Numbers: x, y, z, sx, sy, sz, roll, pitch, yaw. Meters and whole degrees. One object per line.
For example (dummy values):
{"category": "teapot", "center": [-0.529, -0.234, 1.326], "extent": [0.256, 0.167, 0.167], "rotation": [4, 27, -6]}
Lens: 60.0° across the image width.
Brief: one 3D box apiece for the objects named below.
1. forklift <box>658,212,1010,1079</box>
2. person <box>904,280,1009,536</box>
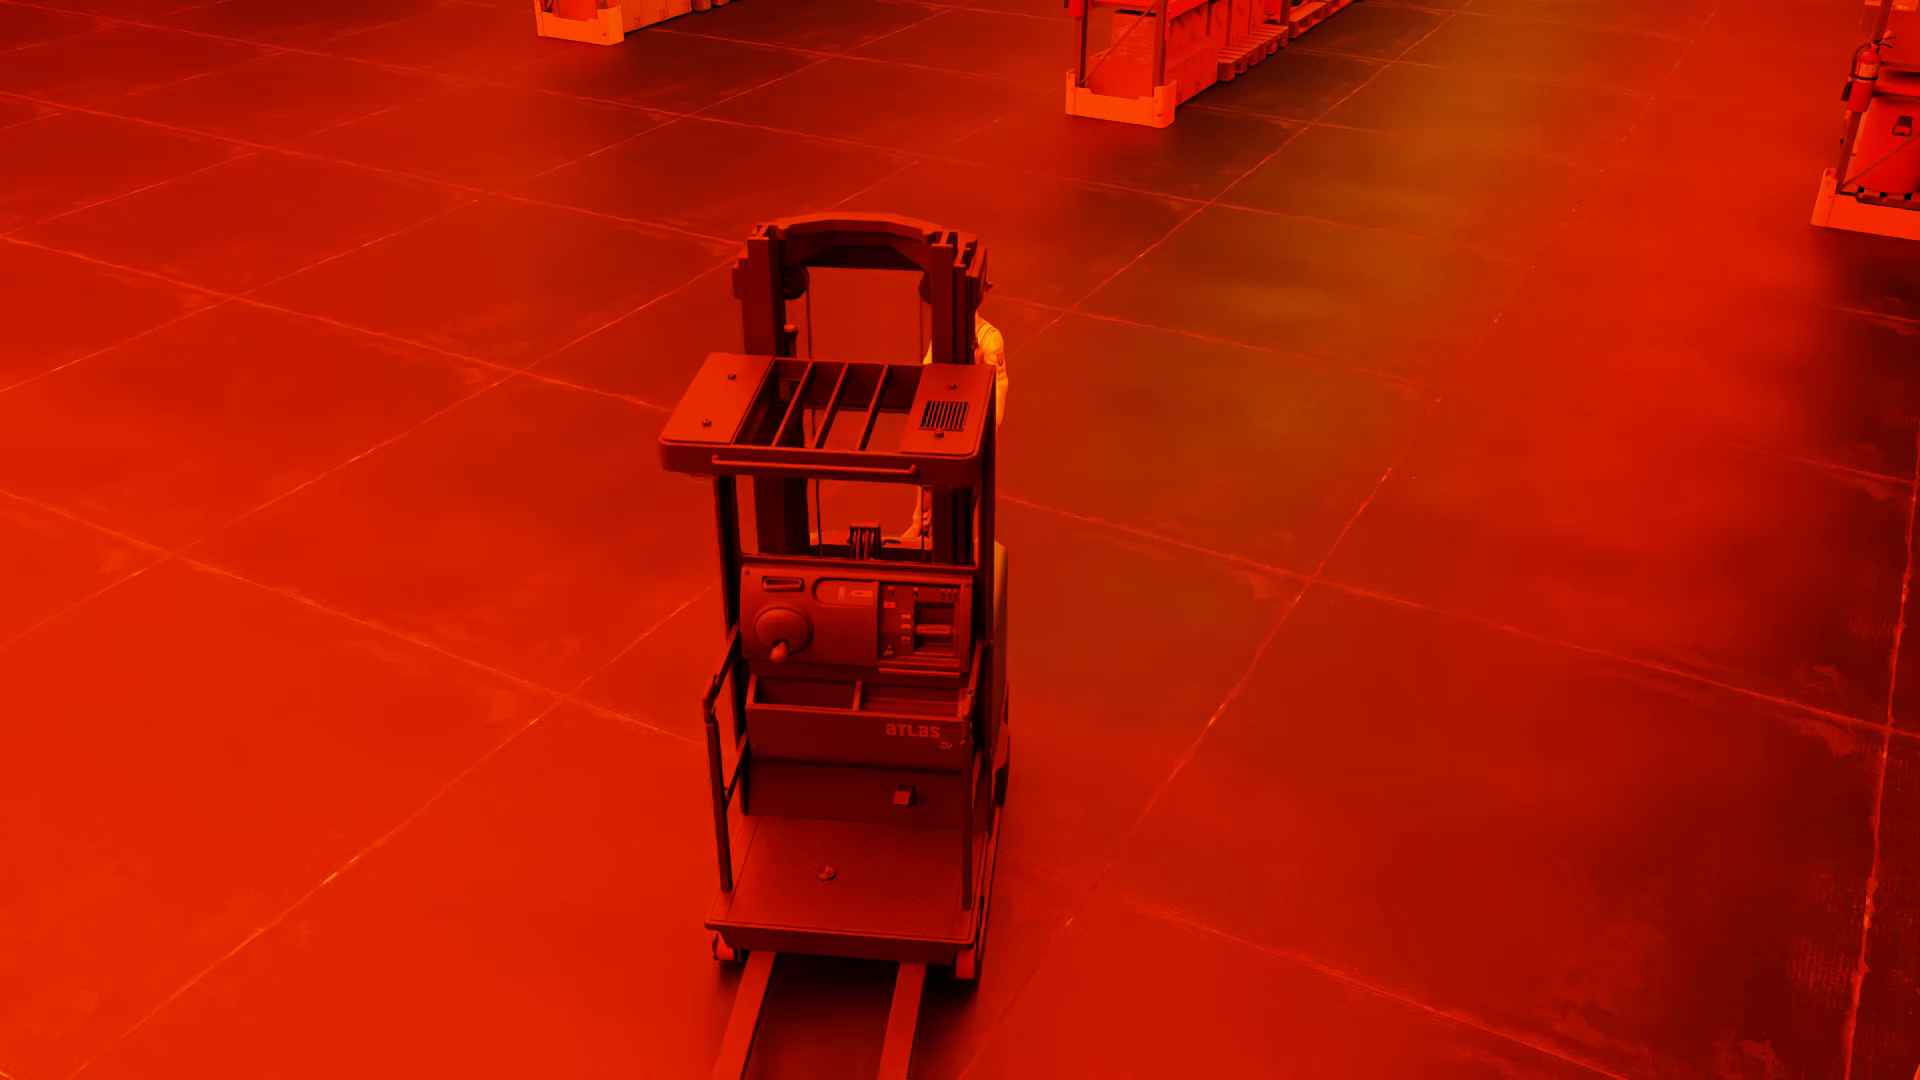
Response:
{"category": "forklift", "center": [-0.435, 0.362, 6.443], "extent": [1.130, 2.935, 3.031], "rotation": [3, 30, 5]}
{"category": "person", "center": [-0.040, -0.712, 9.526], "extent": [0.586, 1.694, 0.530], "rotation": [15, 33, 25]}
